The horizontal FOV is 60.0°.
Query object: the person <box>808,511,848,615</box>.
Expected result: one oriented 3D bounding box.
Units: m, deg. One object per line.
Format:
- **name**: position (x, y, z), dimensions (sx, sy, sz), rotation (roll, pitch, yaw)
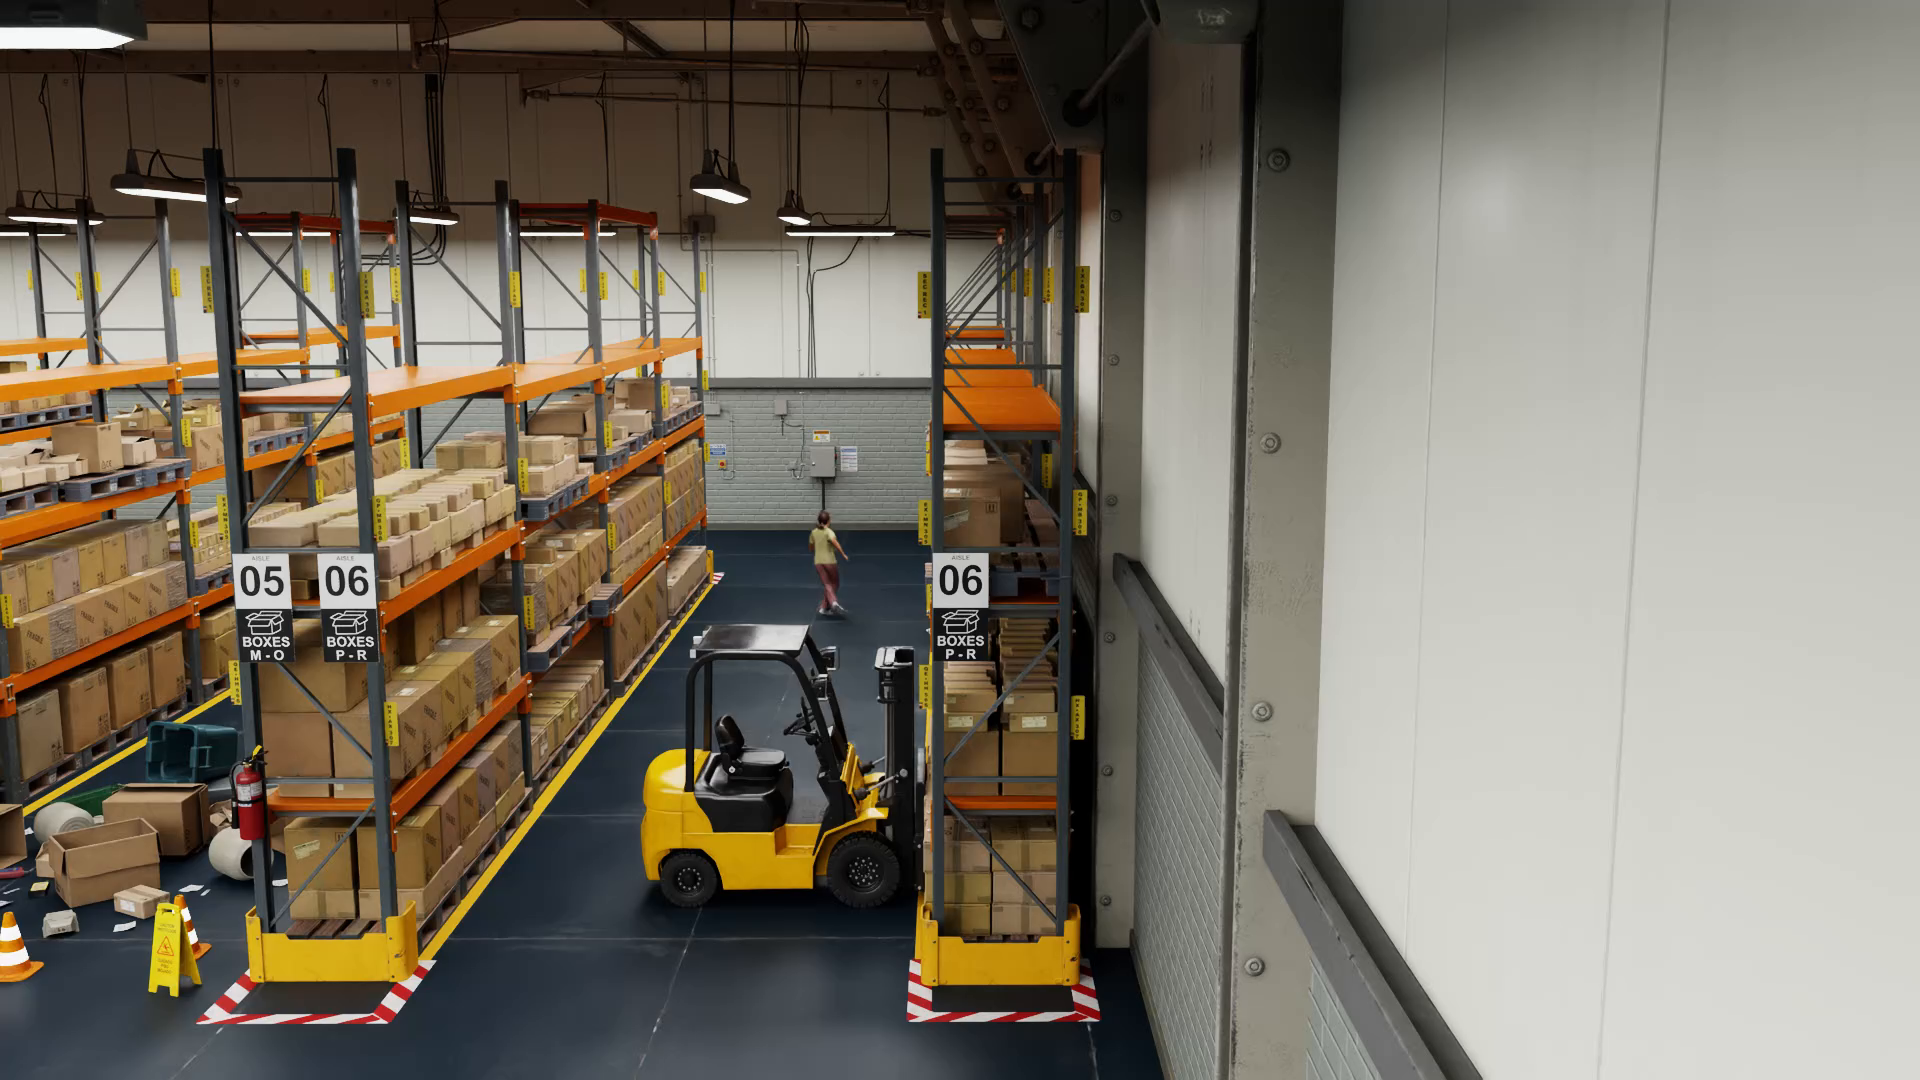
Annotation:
- **person**: position (-2.024, 0.392, 25.143), dimensions (0.691, 1.613, 0.637), rotation (3, 9, 16)
